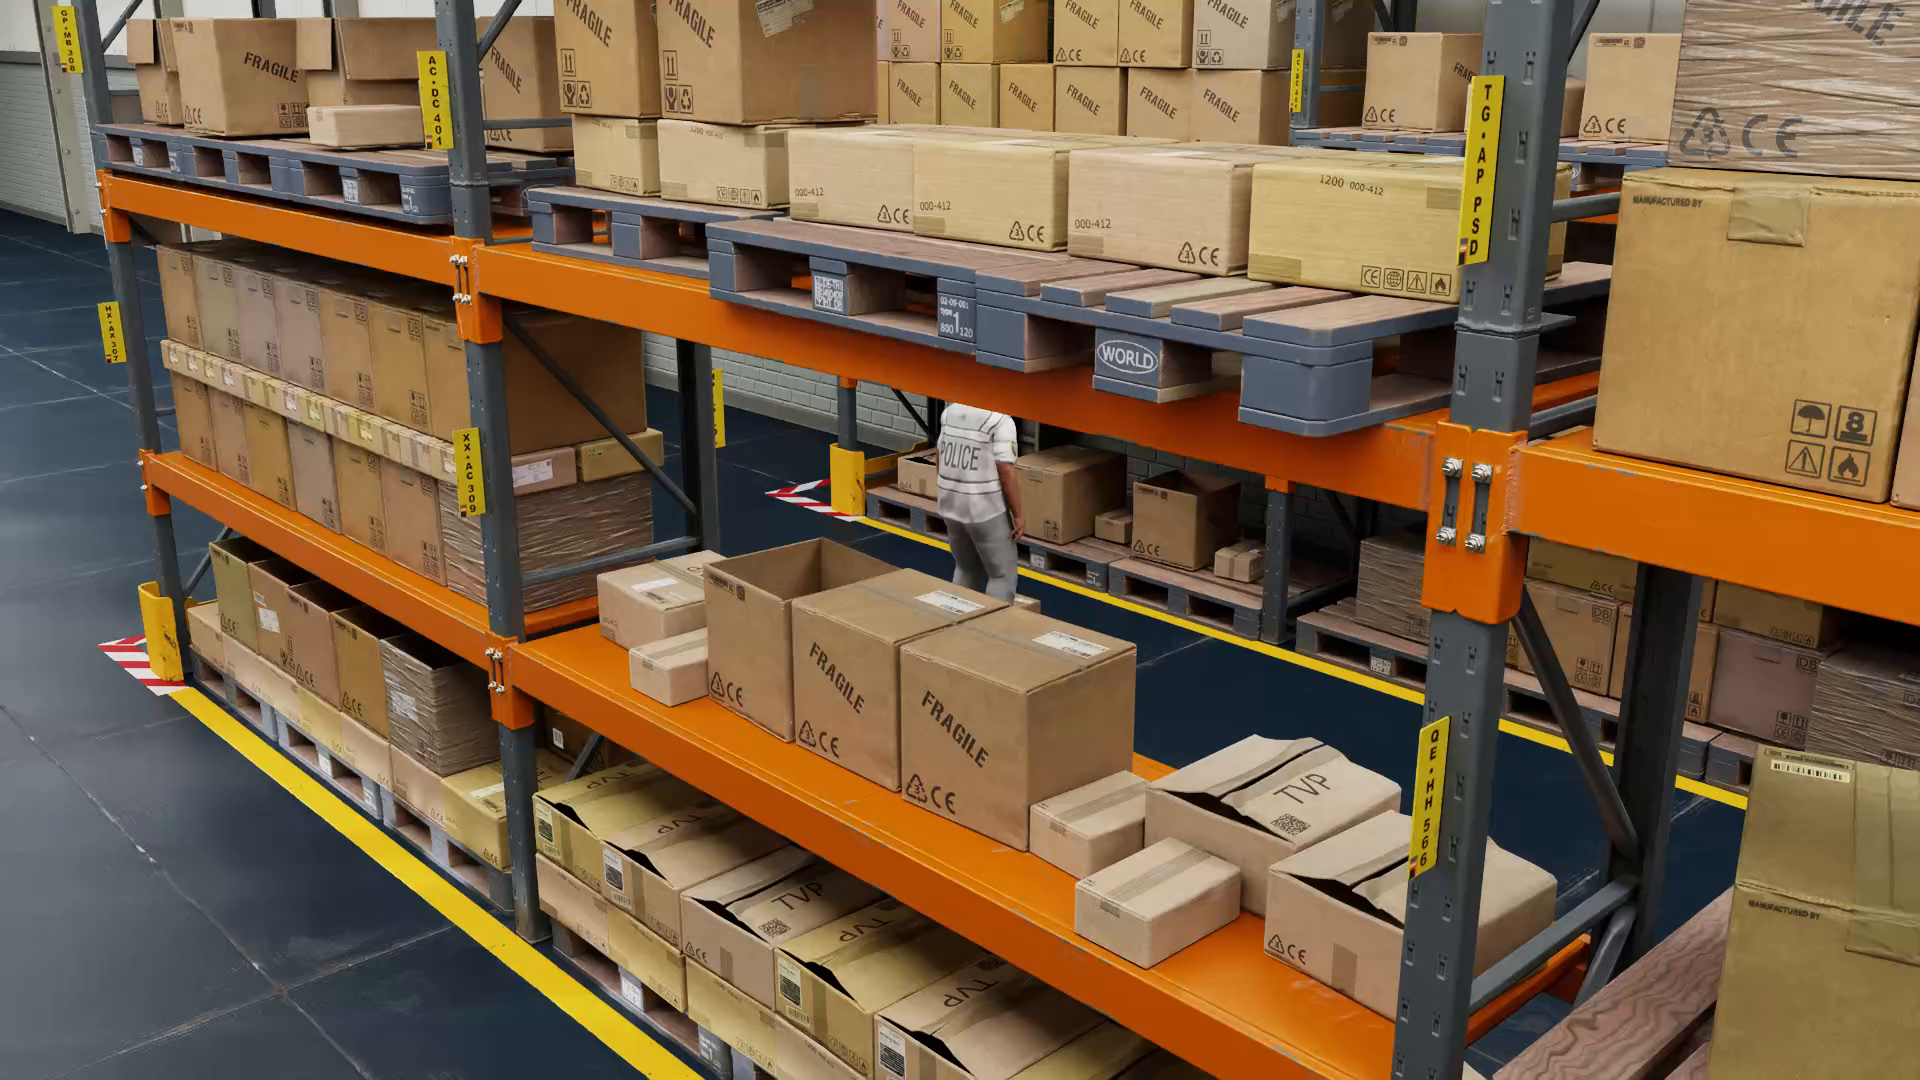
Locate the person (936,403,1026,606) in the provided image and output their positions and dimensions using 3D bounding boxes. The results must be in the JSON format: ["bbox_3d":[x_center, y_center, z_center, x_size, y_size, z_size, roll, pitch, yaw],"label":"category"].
[{"bbox_3d":[0.112,-0.173,9.598,0.606,1.745,0.435,15,23,41],"label":"person"}]
